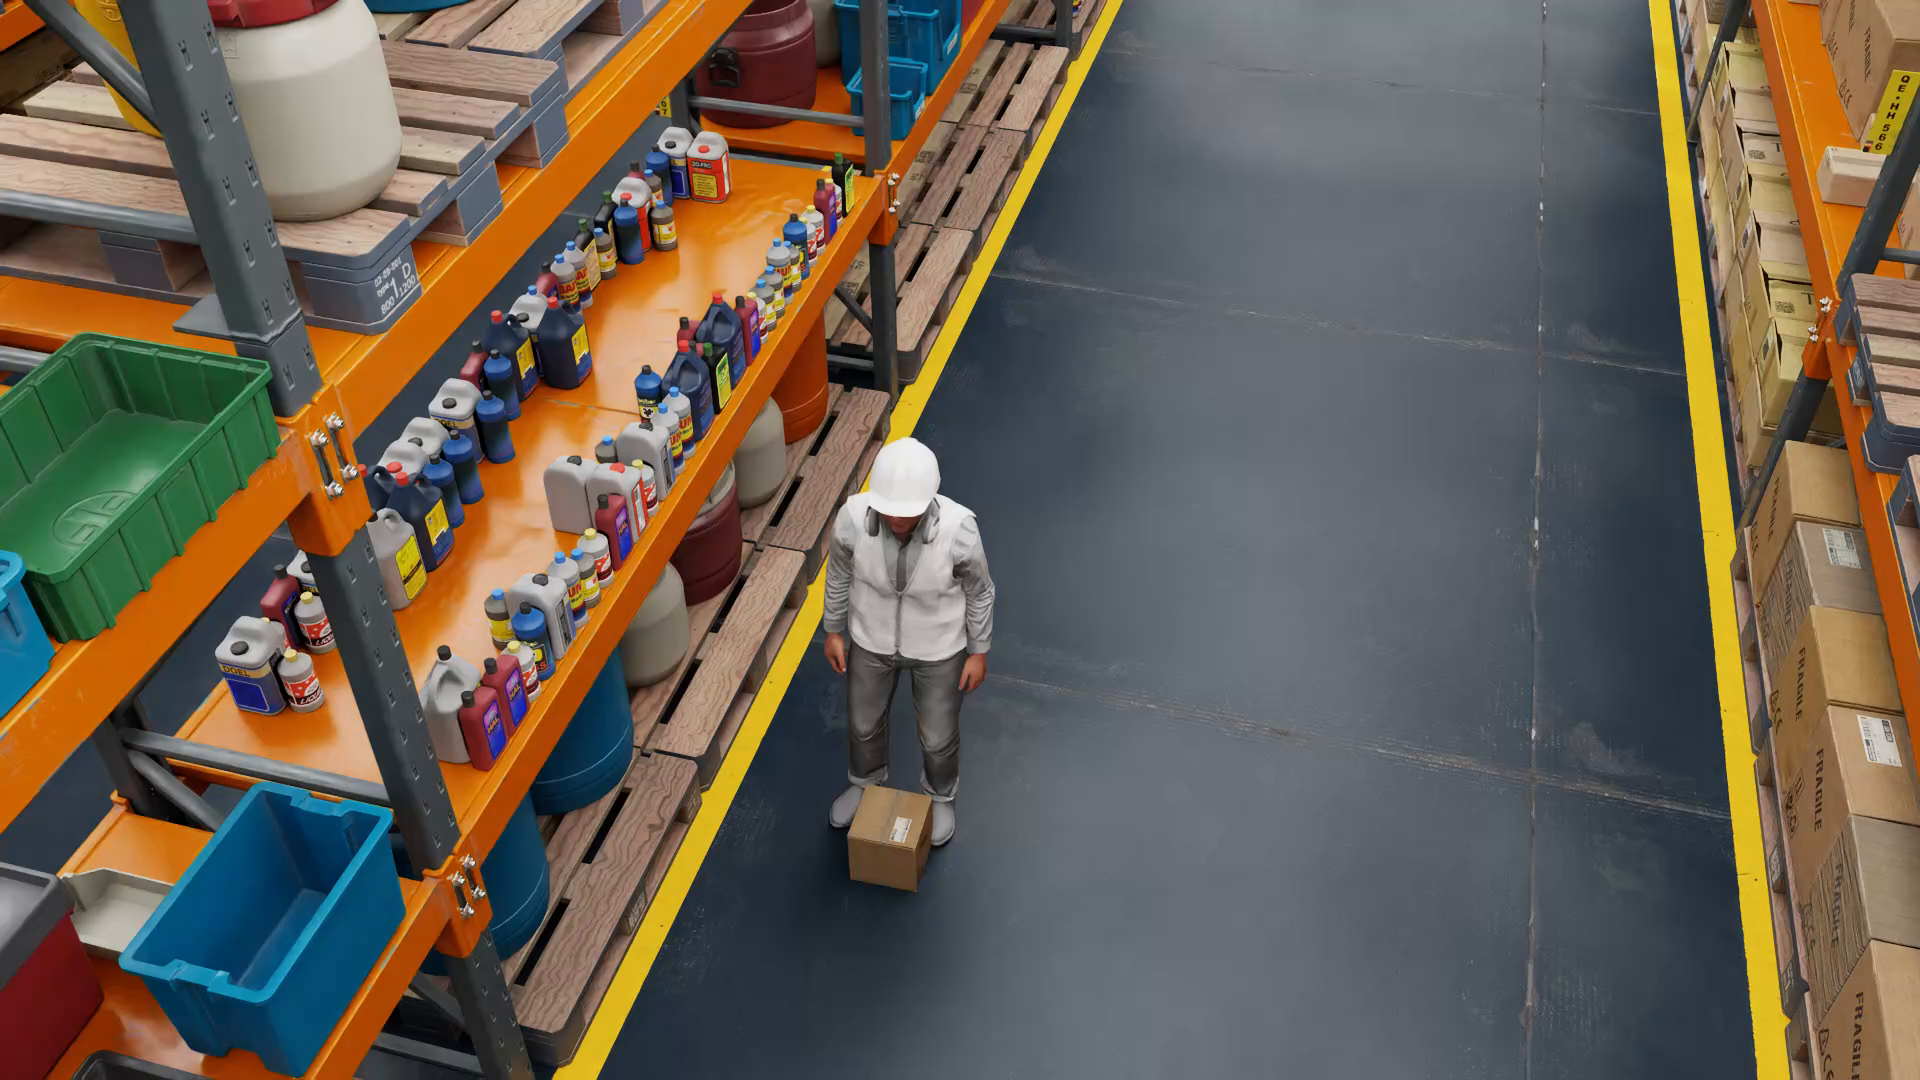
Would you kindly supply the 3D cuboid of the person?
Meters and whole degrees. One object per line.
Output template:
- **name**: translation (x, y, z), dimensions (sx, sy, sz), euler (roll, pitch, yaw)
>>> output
- **person**: translation (-0.181, 0.344, 5.739), dimensions (0.593, 1.770, 0.456), euler (8, 41, 9)
